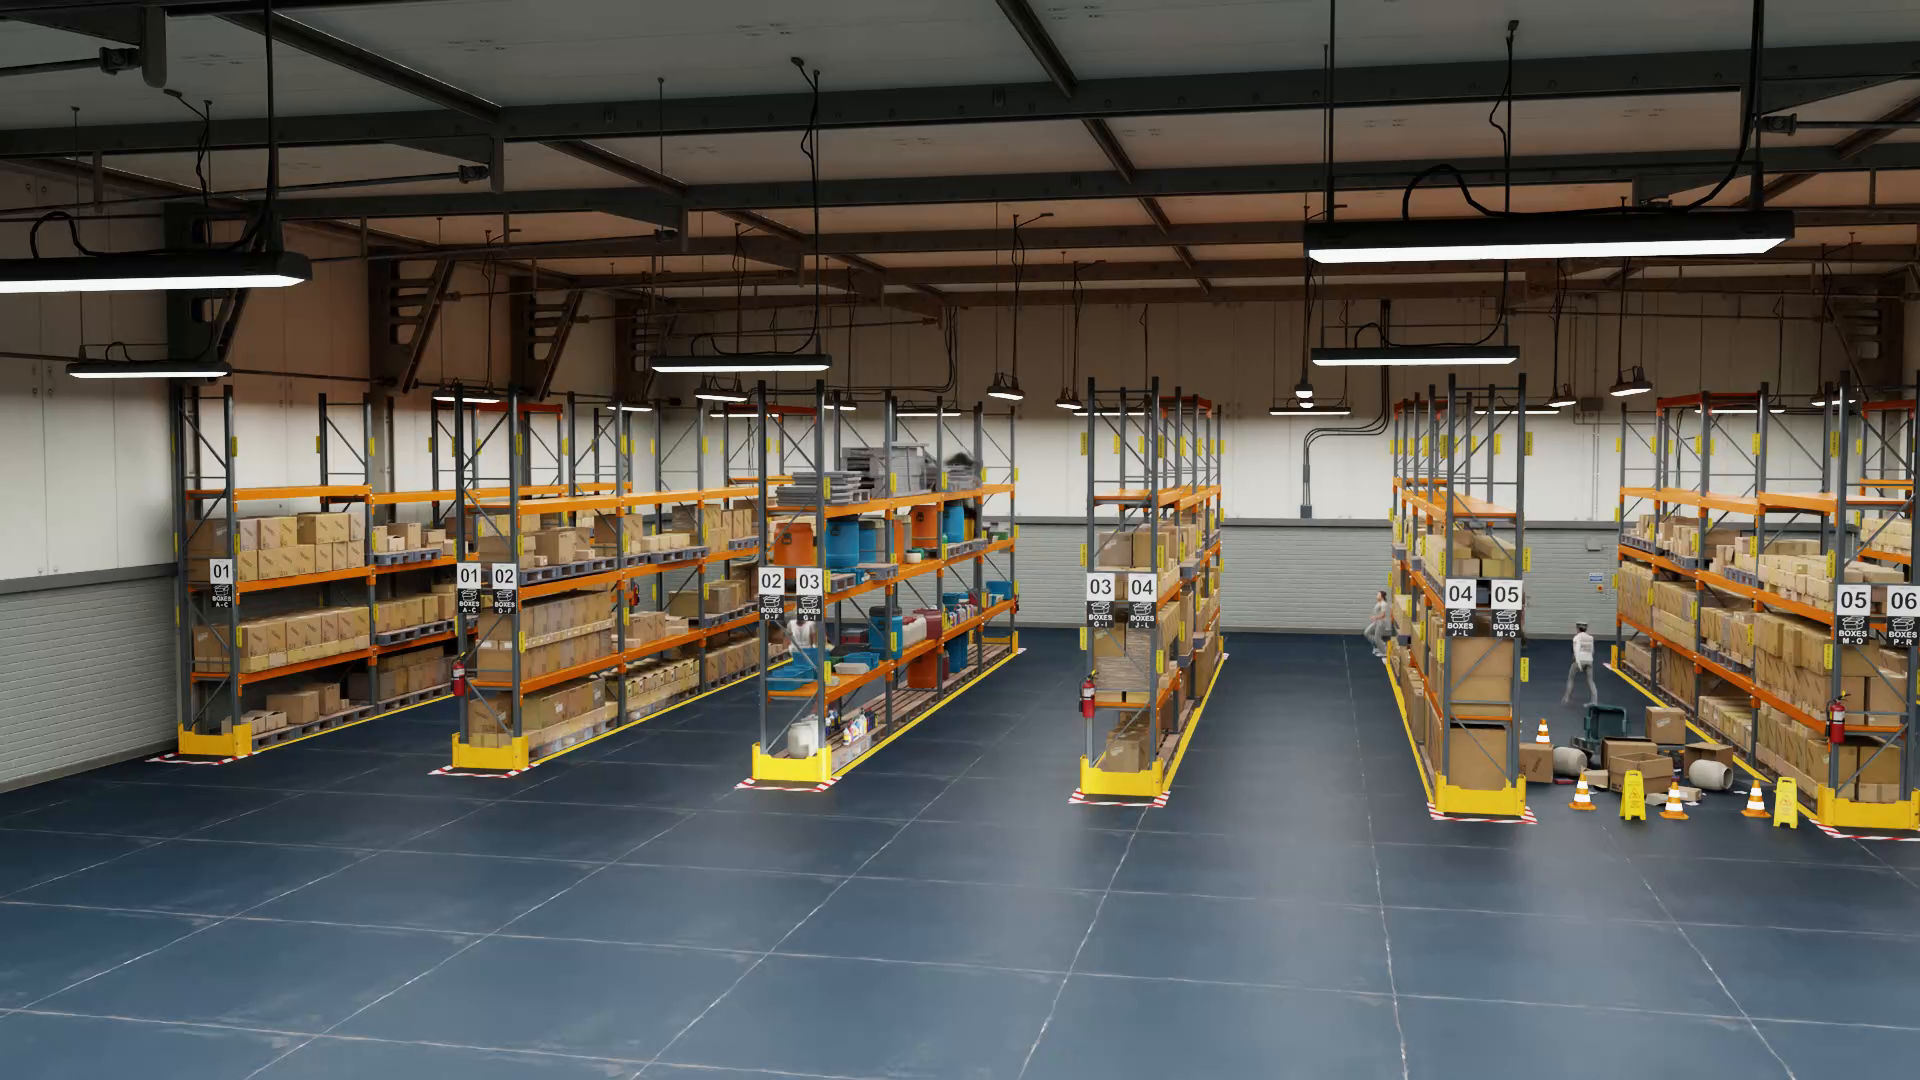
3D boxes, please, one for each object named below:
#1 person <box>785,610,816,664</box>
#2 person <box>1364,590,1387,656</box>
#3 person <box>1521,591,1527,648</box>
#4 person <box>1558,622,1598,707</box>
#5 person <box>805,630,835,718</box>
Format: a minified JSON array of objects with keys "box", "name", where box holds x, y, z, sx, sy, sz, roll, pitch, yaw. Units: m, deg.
[{"box":[-3.276,2.232,34.231,0.683,1.717,0.789,-1,3,-16],"name":"person"},{"box":[9.953,1.989,39.529,0.611,1.603,0.555,0,3,-5],"name":"person"},{"box":[13.667,1.841,40.882,0.690,1.793,0.731,0,3,-7],"name":"person"},{"box":[12.009,2.412,32.054,0.562,1.654,0.893,-1,3,-10],"name":"person"},{"box":[-2.545,2.456,30.598,0.871,1.621,0.577,-2,4,-38],"name":"person"}]
